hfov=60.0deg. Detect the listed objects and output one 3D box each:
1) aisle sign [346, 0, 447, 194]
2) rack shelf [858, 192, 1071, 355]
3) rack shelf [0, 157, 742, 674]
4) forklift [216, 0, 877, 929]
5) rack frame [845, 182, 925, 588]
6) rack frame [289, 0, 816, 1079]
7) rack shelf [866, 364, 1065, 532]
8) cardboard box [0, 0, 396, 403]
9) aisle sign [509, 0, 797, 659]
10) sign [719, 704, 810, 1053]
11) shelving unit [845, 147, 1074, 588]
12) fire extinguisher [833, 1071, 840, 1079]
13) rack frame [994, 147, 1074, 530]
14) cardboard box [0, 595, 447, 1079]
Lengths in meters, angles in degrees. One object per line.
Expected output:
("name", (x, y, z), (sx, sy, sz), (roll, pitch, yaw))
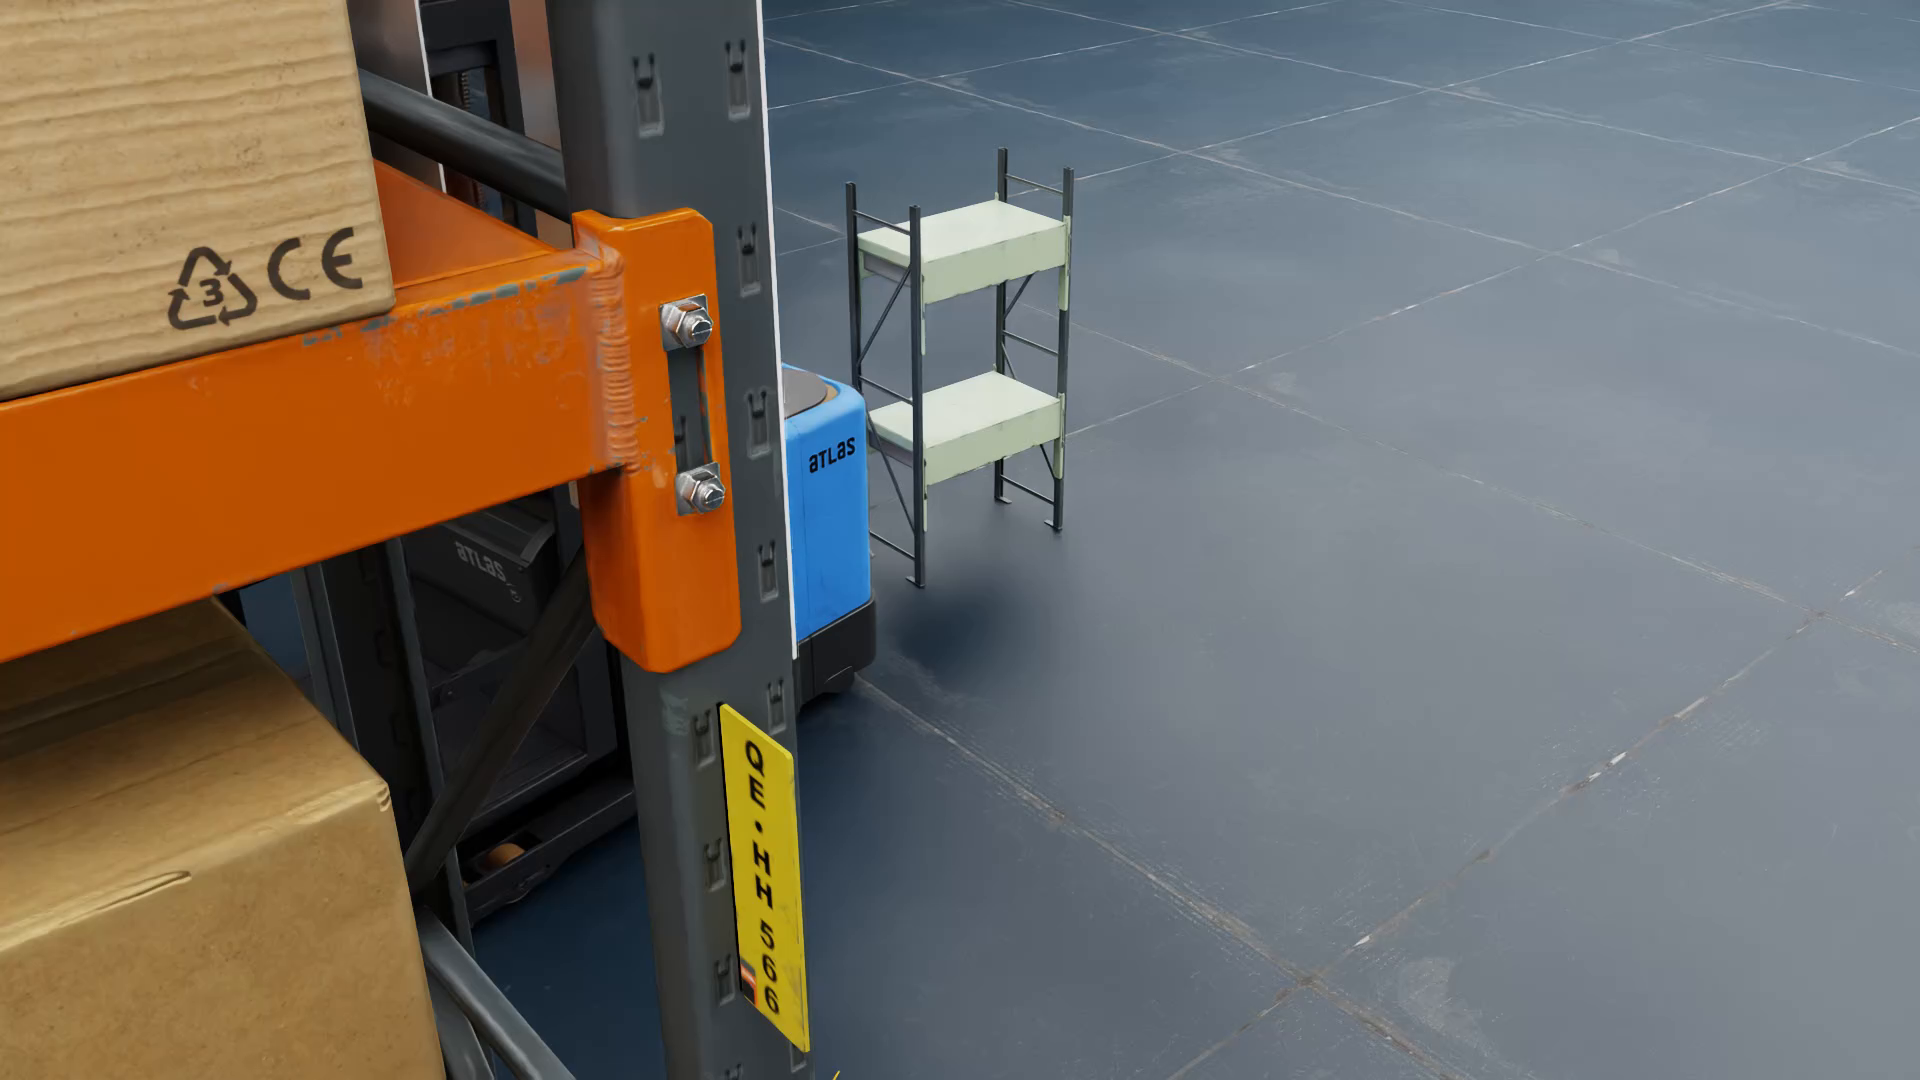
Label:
("aisle sign", (-0.661, -0.529, 1.800), (0.004, 0.787, 0.394), (-22, 35, -35))
("rack shelf", (0.005, -1.008, 6.216), (0.720, 0.370, 0.431), (-22, 35, -35))
("rack shelf", (-2.035, 0.350, 0.494), (4.000, 0.370, 1.077), (-22, 35, -35))
("forklift", (-1.624, -0.445, 4.474), (1.130, 2.935, 3.031), (22, 35, 35))
("rack frame", (-0.273, -0.552, 6.191), (0.023, 1.500, 0.400), (-22, 35, -35))
("rack frame", (-0.516, 0.743, 2.178), (0.053, 2.616, 0.949), (-22, 35, -35))
("rack shelf", (0.005, -0.376, 6.554), (0.720, 0.370, 0.431), (-22, 35, -35))
("cardboard box", (-0.715, -0.275, 1.058), (0.500, 0.250, 0.500), (-21, 35, -34))
("aisle sign", (-0.272, -0.314, 1.397), (0.004, 0.787, 0.394), (-22, 35, -35))
("sign", (-0.169, 0.299, 1.445), (0.005, 0.325, 0.100), (-22, 35, -35))
("shelving unit", (0.005, -0.664, 6.400), (0.755, 1.500, 0.431), (-22, 35, -35))
("fire extinguisher", (-0.127, 0.908, 1.950), (0.183, 0.674, 0.296), (-22, 35, -35))
("rack frame", (0.284, -0.775, 6.610), (0.023, 1.500, 0.400), (-22, 35, -35))
("cardboard box", (-0.772, 0.384, 1.366), (0.500, 0.500, 0.500), (-22, 35, -35))
